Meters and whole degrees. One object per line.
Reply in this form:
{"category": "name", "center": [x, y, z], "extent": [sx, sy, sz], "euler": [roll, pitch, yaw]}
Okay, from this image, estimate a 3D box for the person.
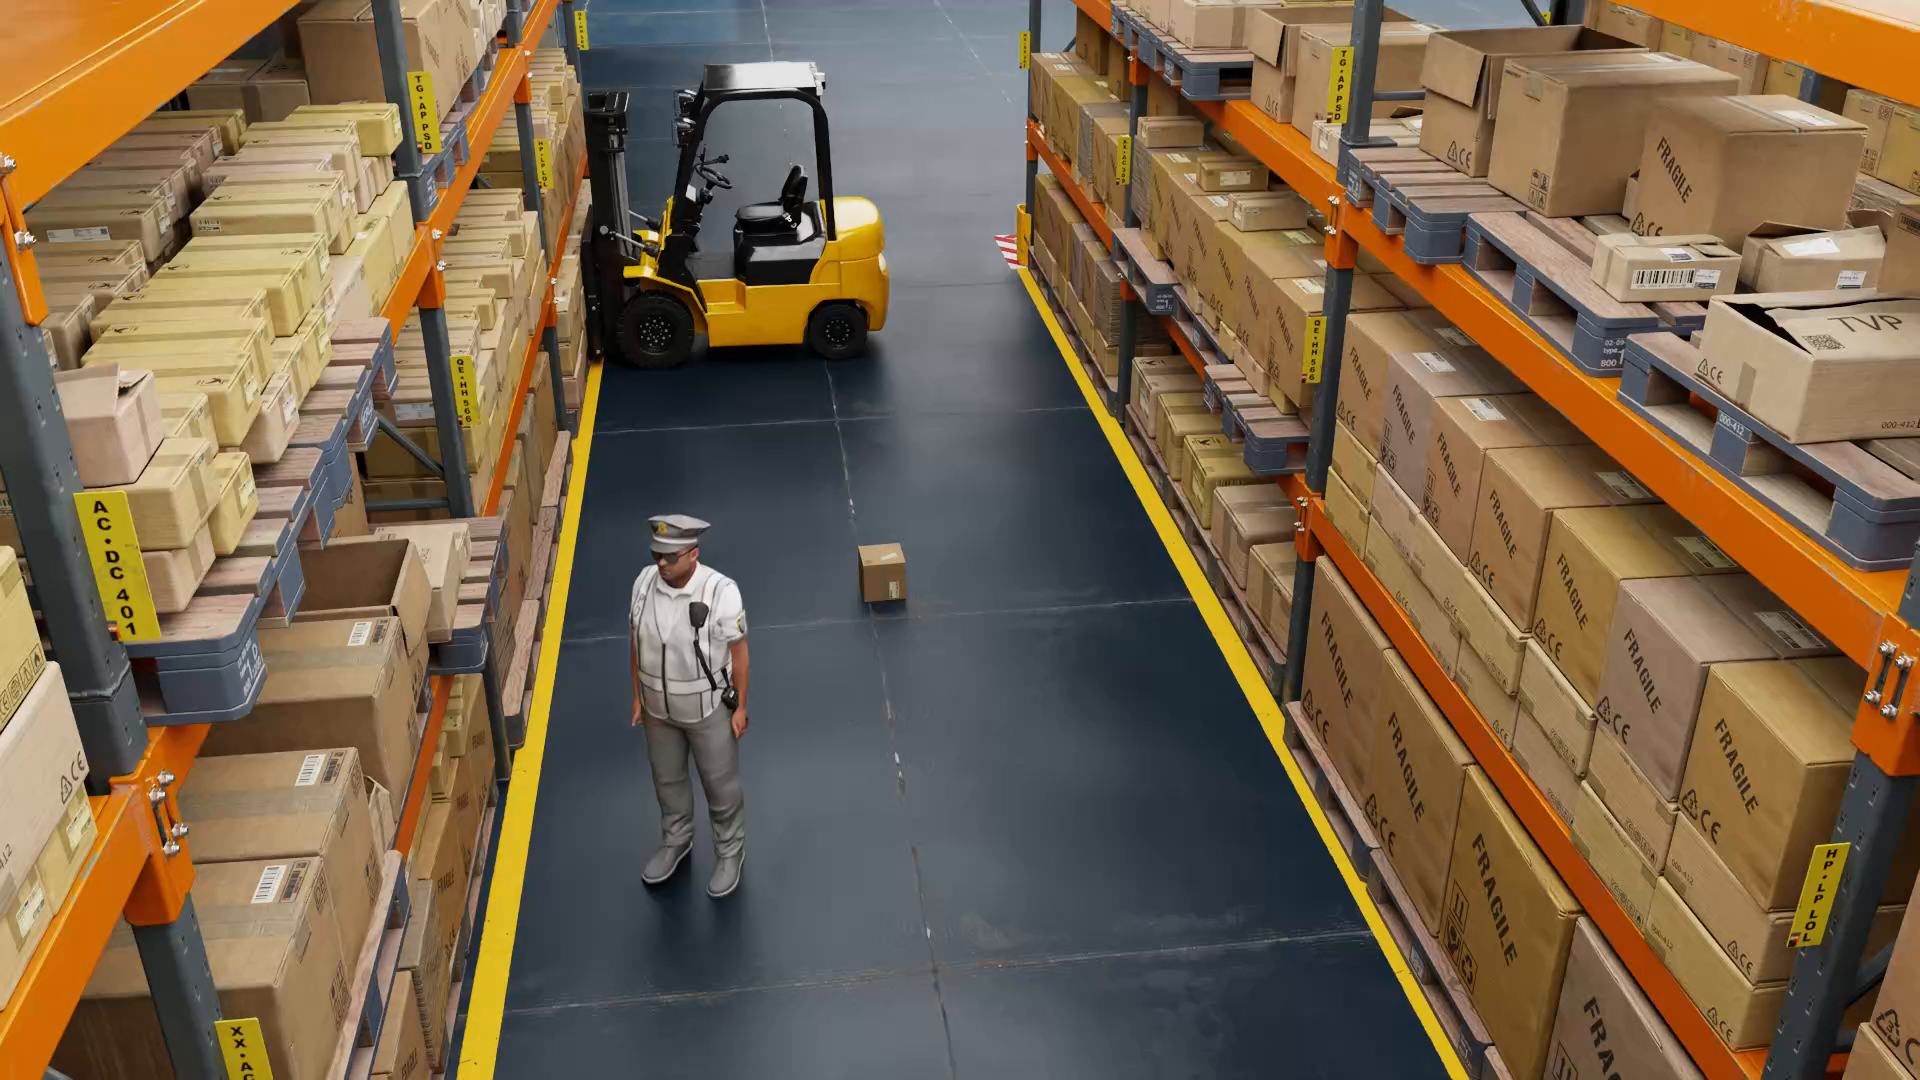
{"category": "person", "center": [-1.184, 0.702, 7.204], "extent": [0.540, 1.782, 0.412], "euler": [8, 28, 15]}
